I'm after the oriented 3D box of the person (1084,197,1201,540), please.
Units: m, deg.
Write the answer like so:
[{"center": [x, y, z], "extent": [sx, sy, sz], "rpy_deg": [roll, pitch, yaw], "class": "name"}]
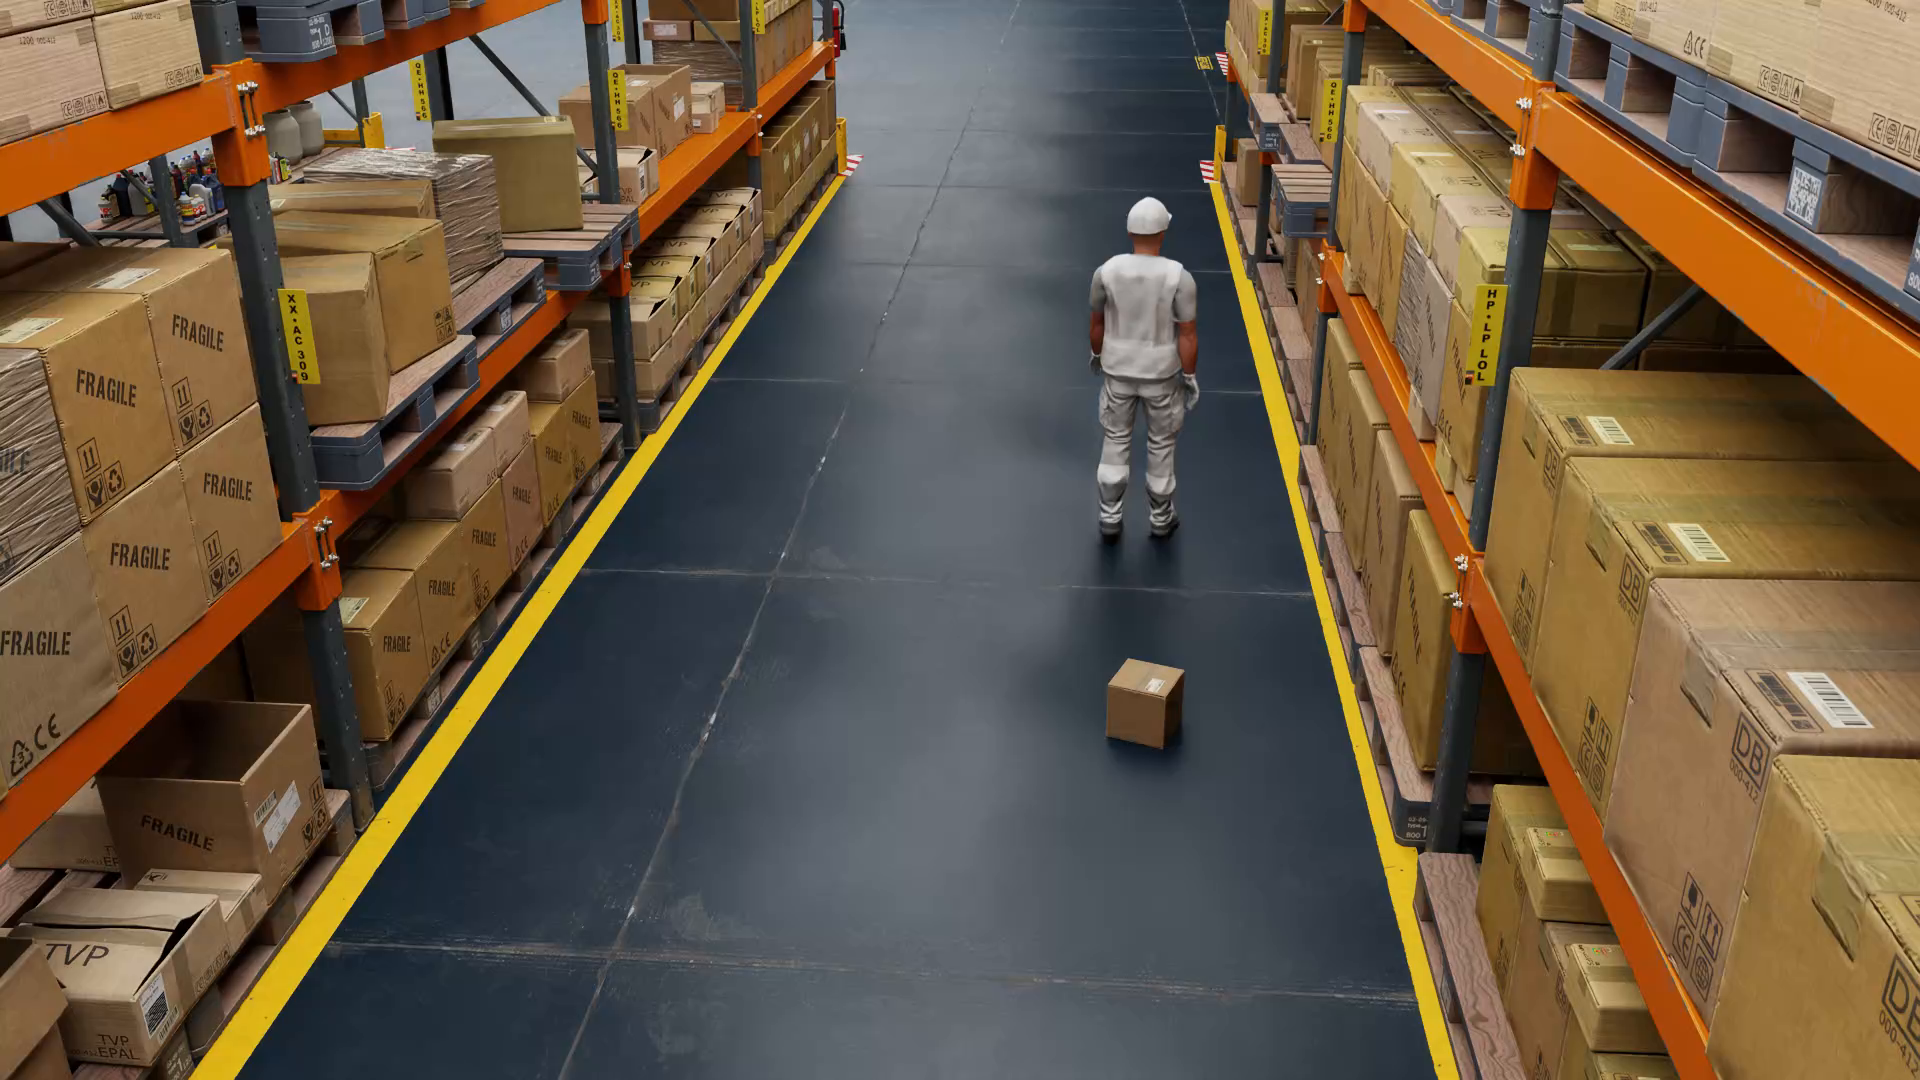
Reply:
[{"center": [0.928, -0.853, 8.424], "extent": [0.610, 1.805, 0.445], "rpy_deg": [7, 25, 15], "class": "person"}]
